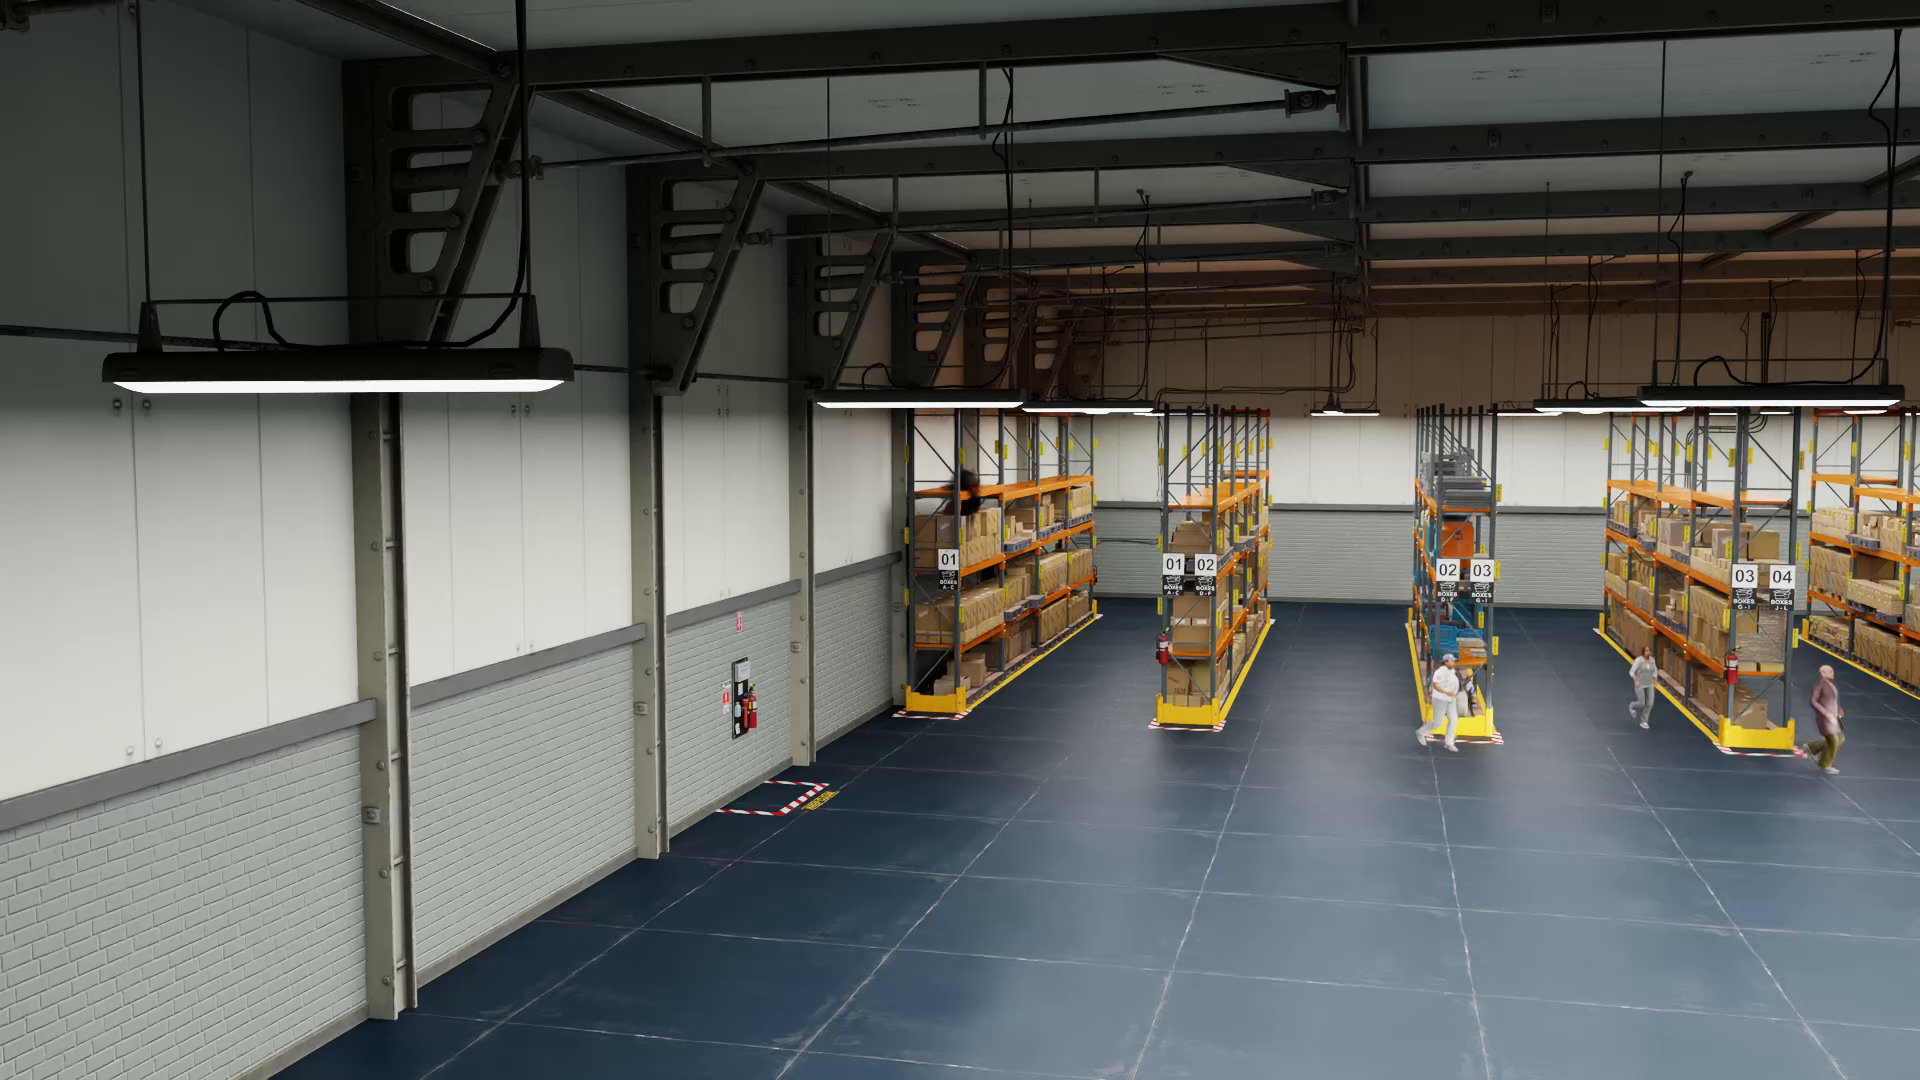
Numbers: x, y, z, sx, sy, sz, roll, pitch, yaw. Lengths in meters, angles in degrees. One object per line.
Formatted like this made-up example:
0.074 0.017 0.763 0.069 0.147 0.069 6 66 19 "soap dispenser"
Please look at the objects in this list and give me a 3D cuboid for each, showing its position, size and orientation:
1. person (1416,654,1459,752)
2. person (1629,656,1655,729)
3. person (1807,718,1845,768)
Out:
8.407 2.809 28.943 0.661 1.681 0.782 -3 5 -38 "person"
12.694 2.815 30.929 0.346 1.334 0.583 0 4 -1 "person"
14.037 3.214 27.006 0.377 0.959 0.536 -4 5 -40 "person"
